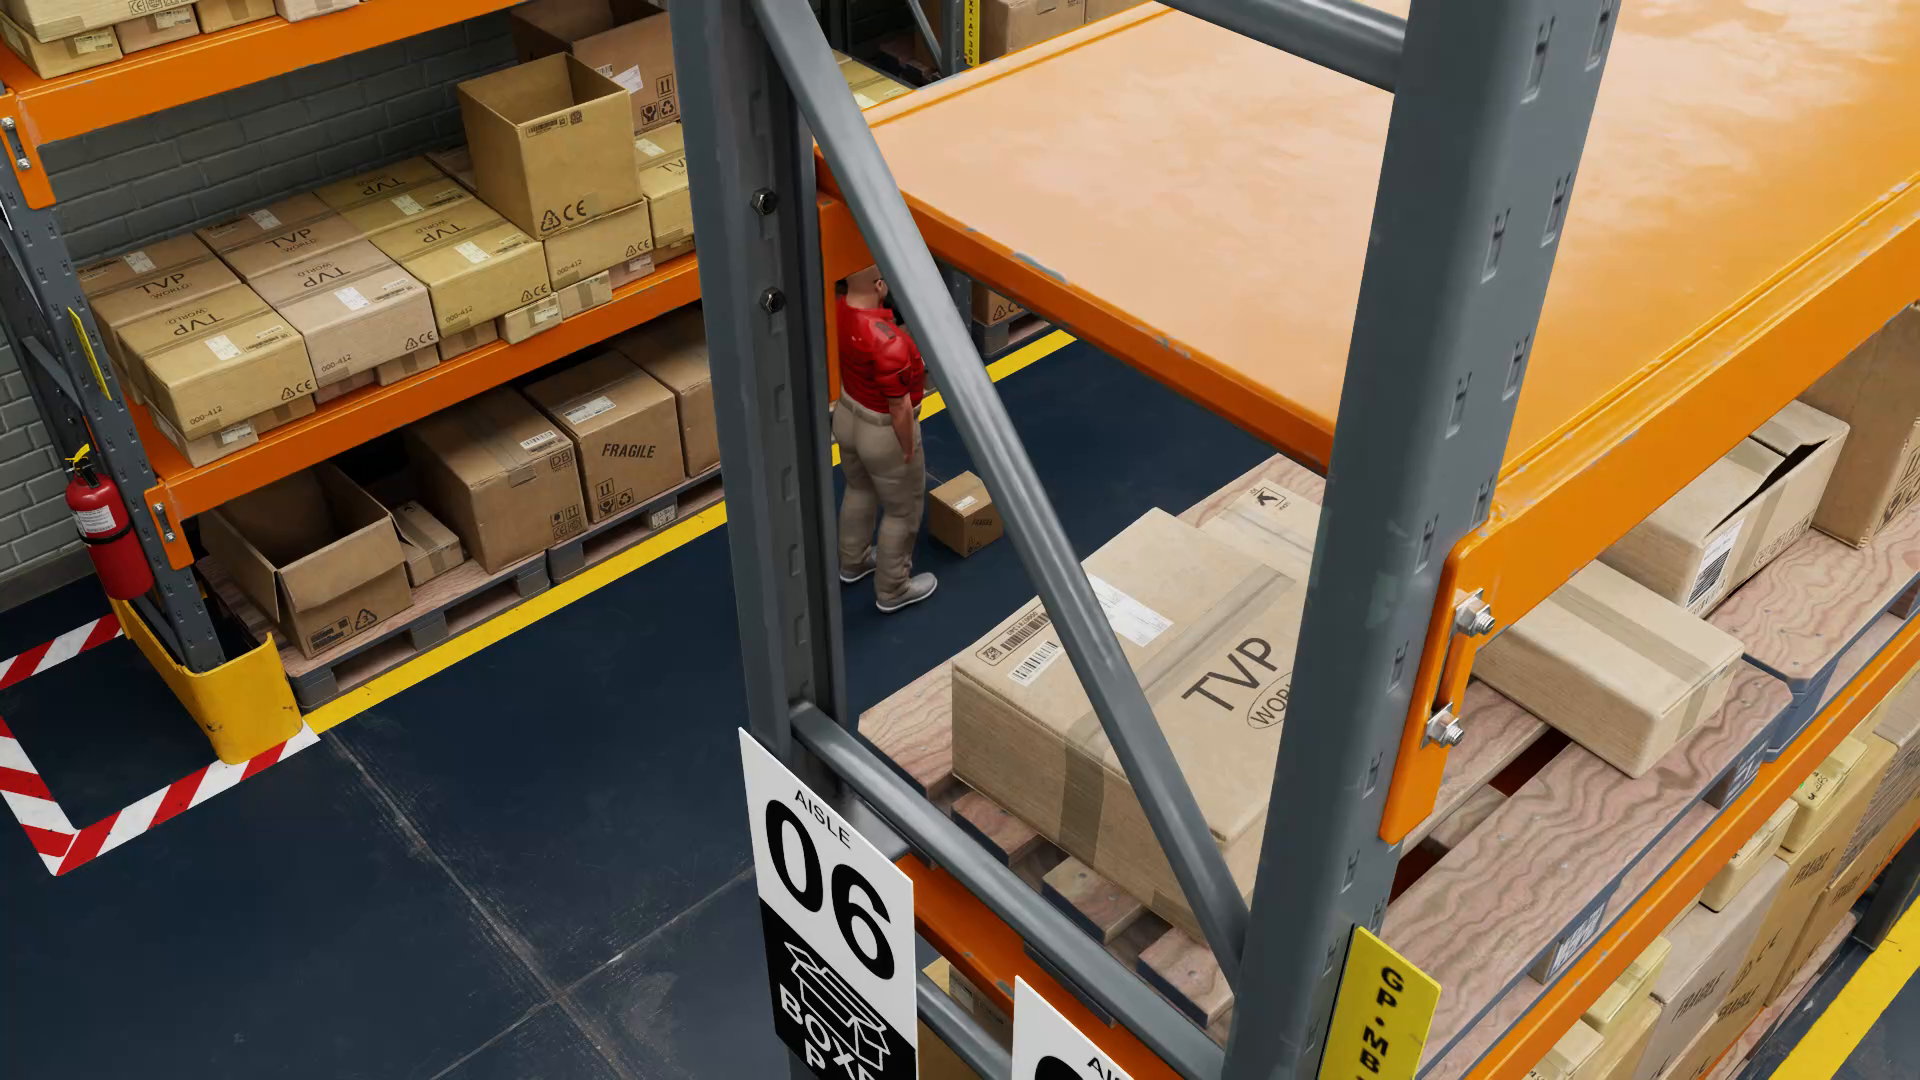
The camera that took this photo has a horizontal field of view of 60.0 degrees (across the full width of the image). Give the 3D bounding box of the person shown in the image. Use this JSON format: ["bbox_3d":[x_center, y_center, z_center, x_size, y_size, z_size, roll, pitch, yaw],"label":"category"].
[{"bbox_3d":[-0.346,-0.485,7.089,0.360,1.722,0.528,-29,48,-31],"label":"person"}]
